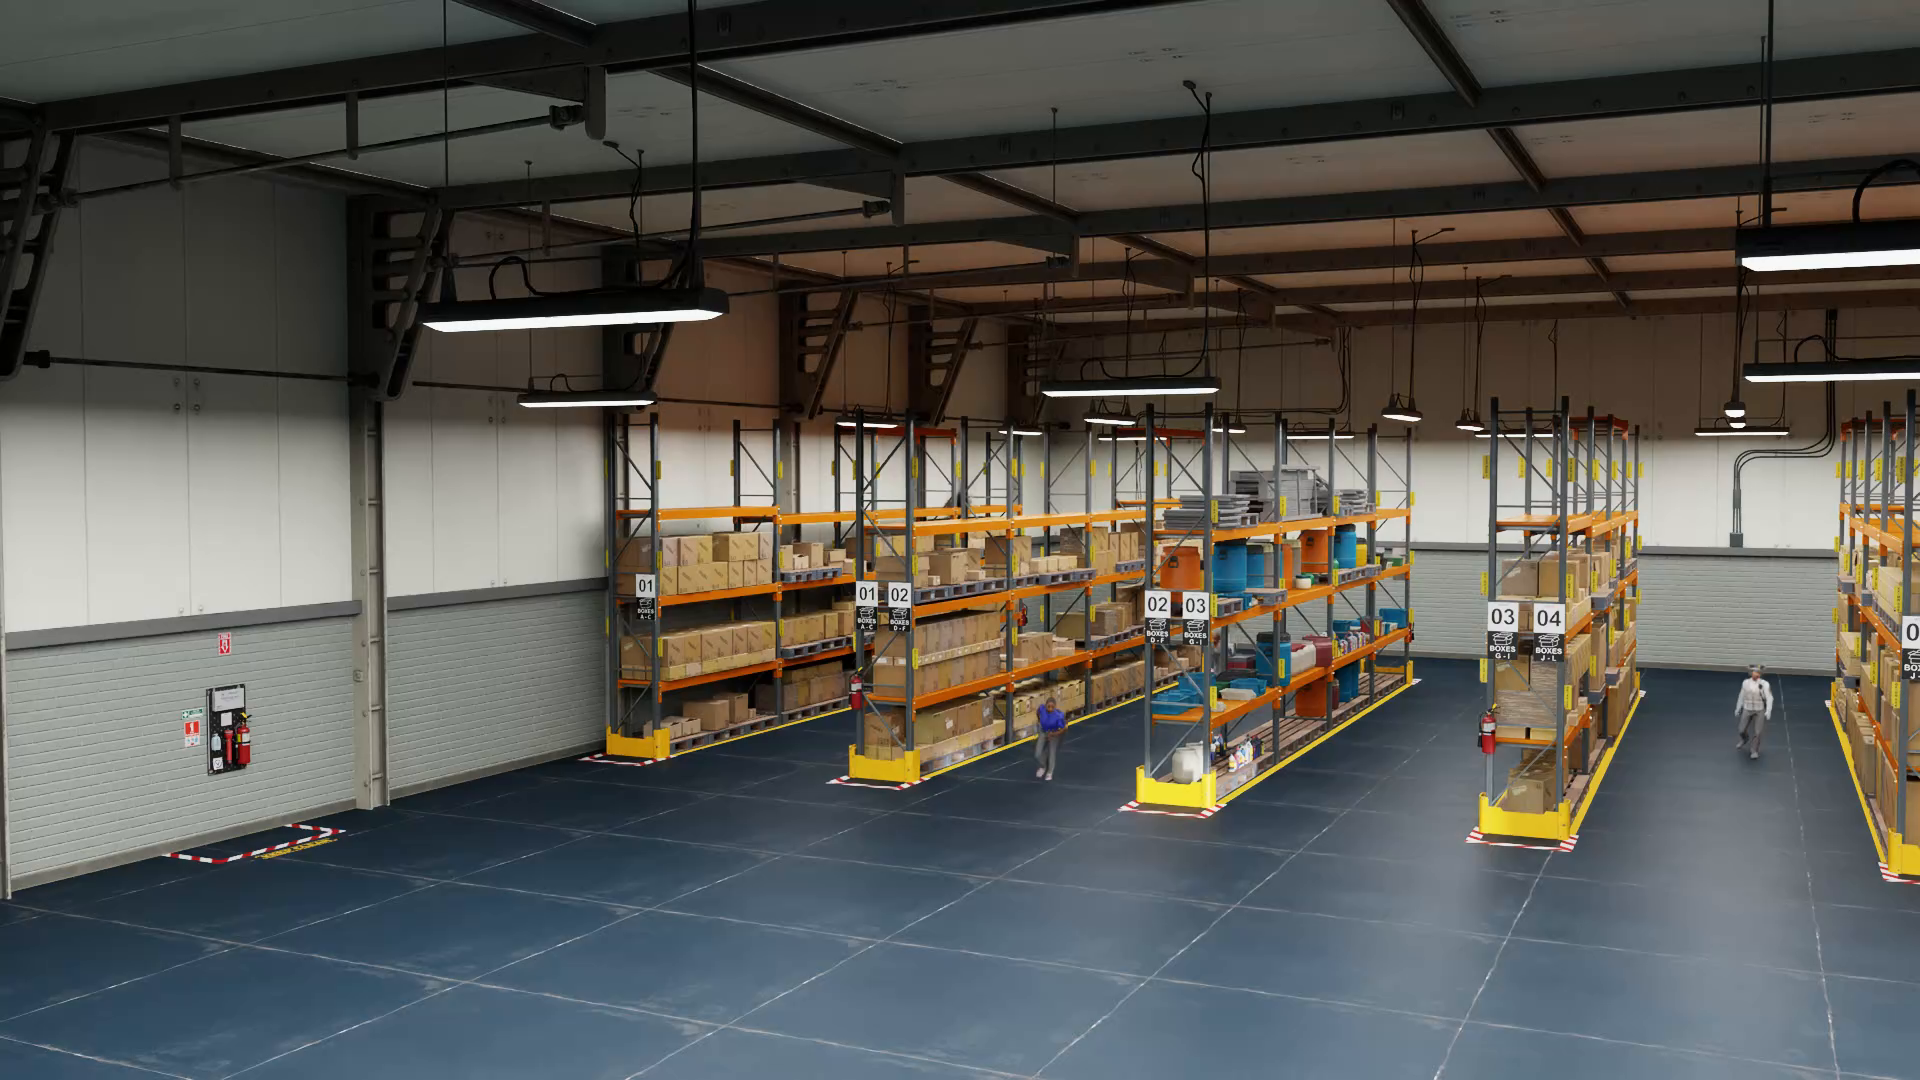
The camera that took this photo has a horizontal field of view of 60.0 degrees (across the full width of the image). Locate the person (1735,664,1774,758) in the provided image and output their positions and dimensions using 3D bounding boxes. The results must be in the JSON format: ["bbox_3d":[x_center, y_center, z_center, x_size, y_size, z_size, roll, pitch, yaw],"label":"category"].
[{"bbox_3d":[13.821,2.960,28.934,0.640,1.648,0.638,2,3,36],"label":"person"}]

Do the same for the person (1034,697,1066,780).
[{"bbox_3d":[1.428,3.170,26.522,0.586,1.420,0.950,1,2,15],"label":"person"}]

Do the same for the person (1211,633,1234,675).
[{"bbox_3d":[5.730,2.748,36.584,0.569,1.431,0.763,1,3,29],"label":"person"}]
